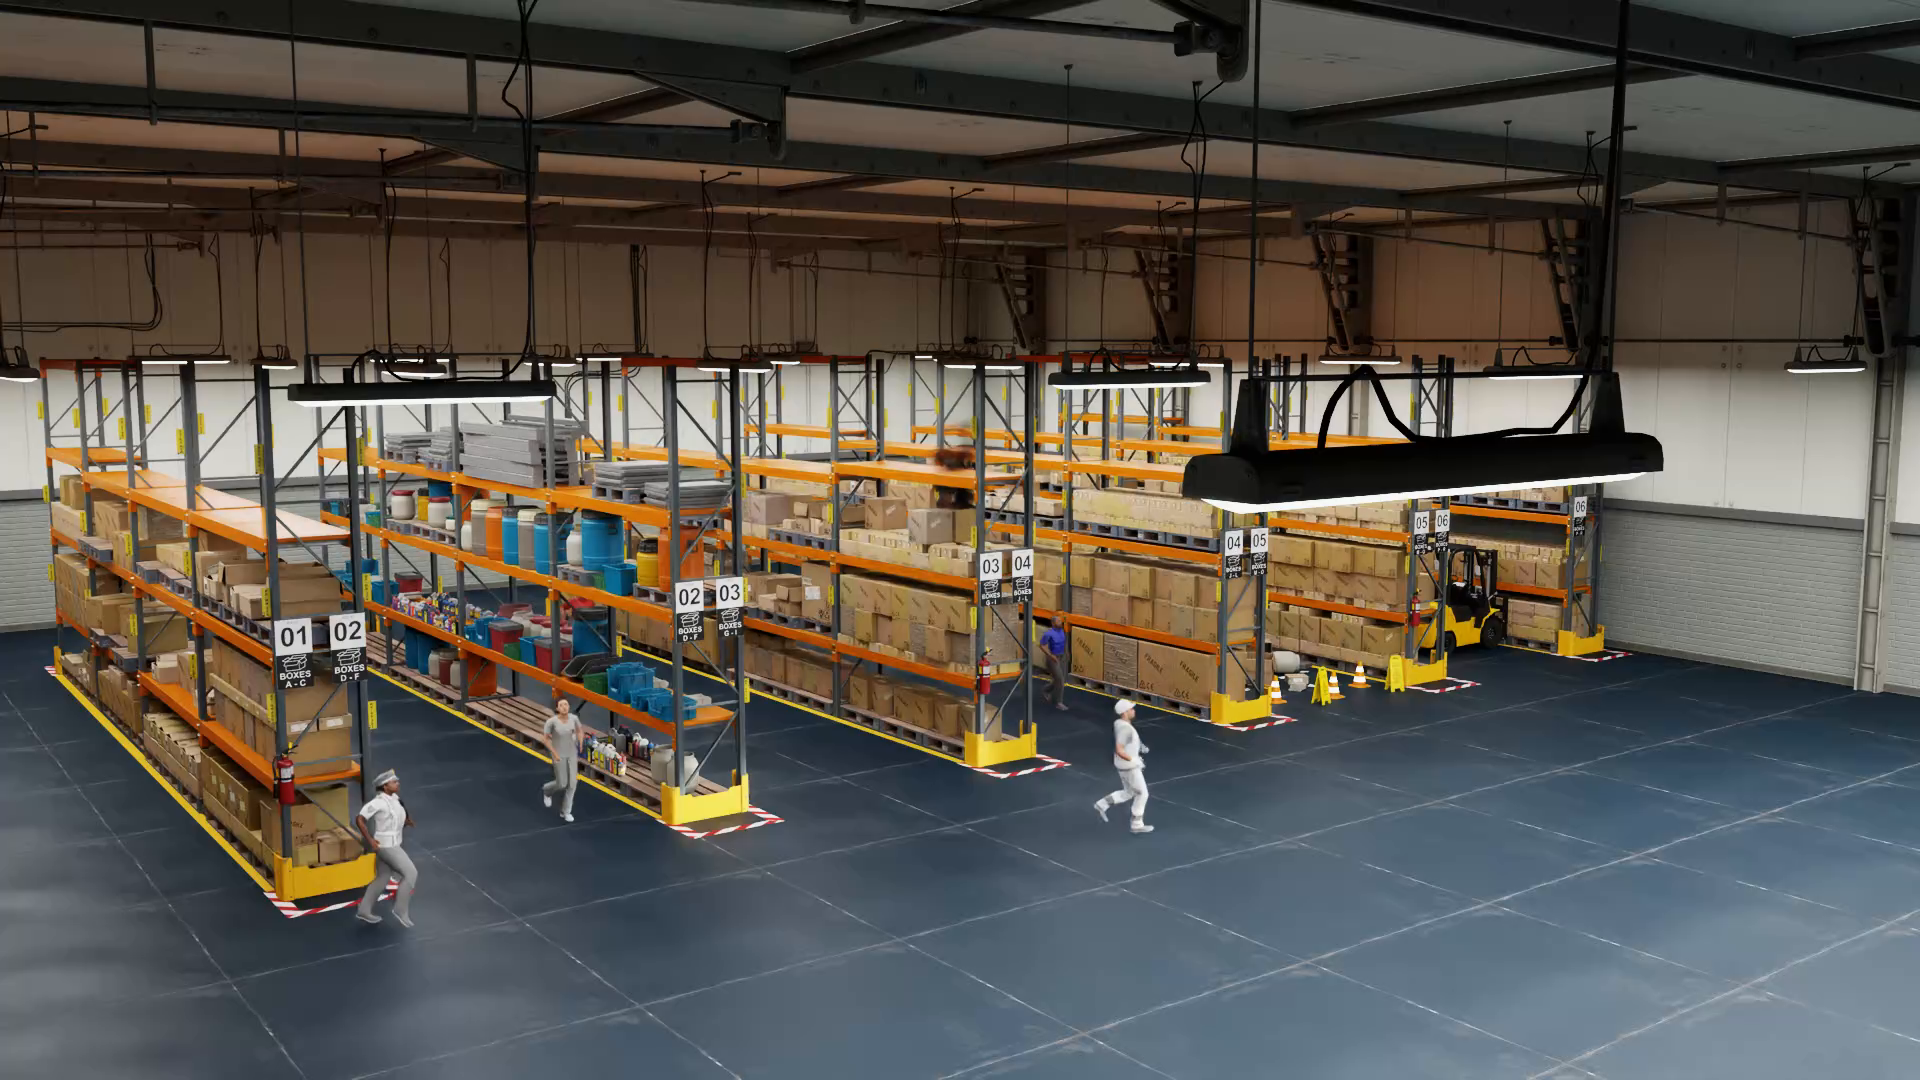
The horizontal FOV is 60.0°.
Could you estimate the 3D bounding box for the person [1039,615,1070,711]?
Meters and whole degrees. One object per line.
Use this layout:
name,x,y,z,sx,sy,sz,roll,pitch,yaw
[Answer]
person,1.602,2.093,28.674,0.654,1.637,0.586,6,9,43

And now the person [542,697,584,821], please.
person,-5.285,2.879,22.148,0.566,1.645,0.634,-5,8,-35

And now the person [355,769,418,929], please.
person,-6.226,3.337,18.056,0.677,1.723,0.568,-1,7,-9

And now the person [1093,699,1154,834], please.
person,2.112,2.908,21.355,0.779,1.749,0.653,0,7,-3

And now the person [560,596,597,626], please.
person,-7.106,1.730,31.350,0.841,1.791,0.628,6,9,42
